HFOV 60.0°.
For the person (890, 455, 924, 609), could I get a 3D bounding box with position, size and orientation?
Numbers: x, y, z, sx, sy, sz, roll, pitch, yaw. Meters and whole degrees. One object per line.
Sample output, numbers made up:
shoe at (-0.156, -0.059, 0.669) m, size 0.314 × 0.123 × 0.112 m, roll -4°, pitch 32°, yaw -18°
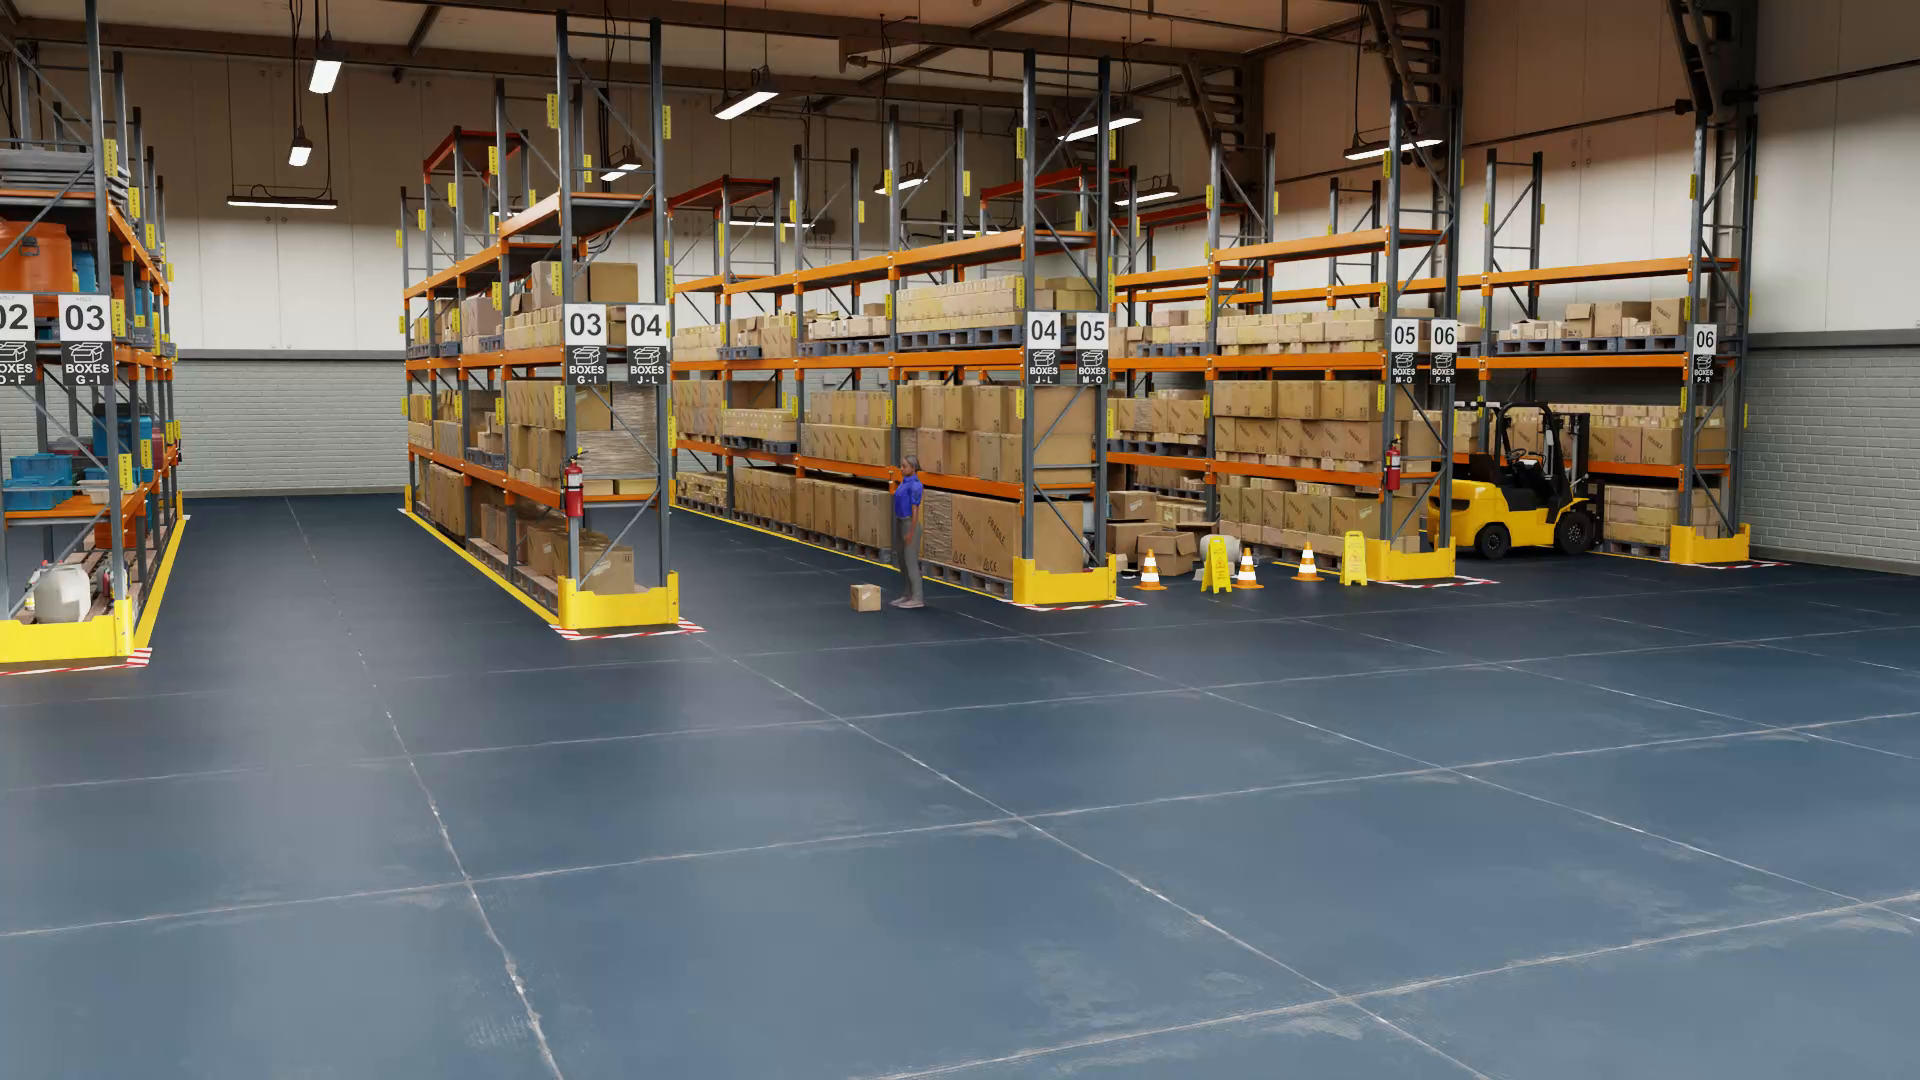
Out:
person at (-0.564, -0.091, 18.025) m, size 0.304 × 1.666 × 0.471 m, roll -2°, pitch 6°, yaw -22°
